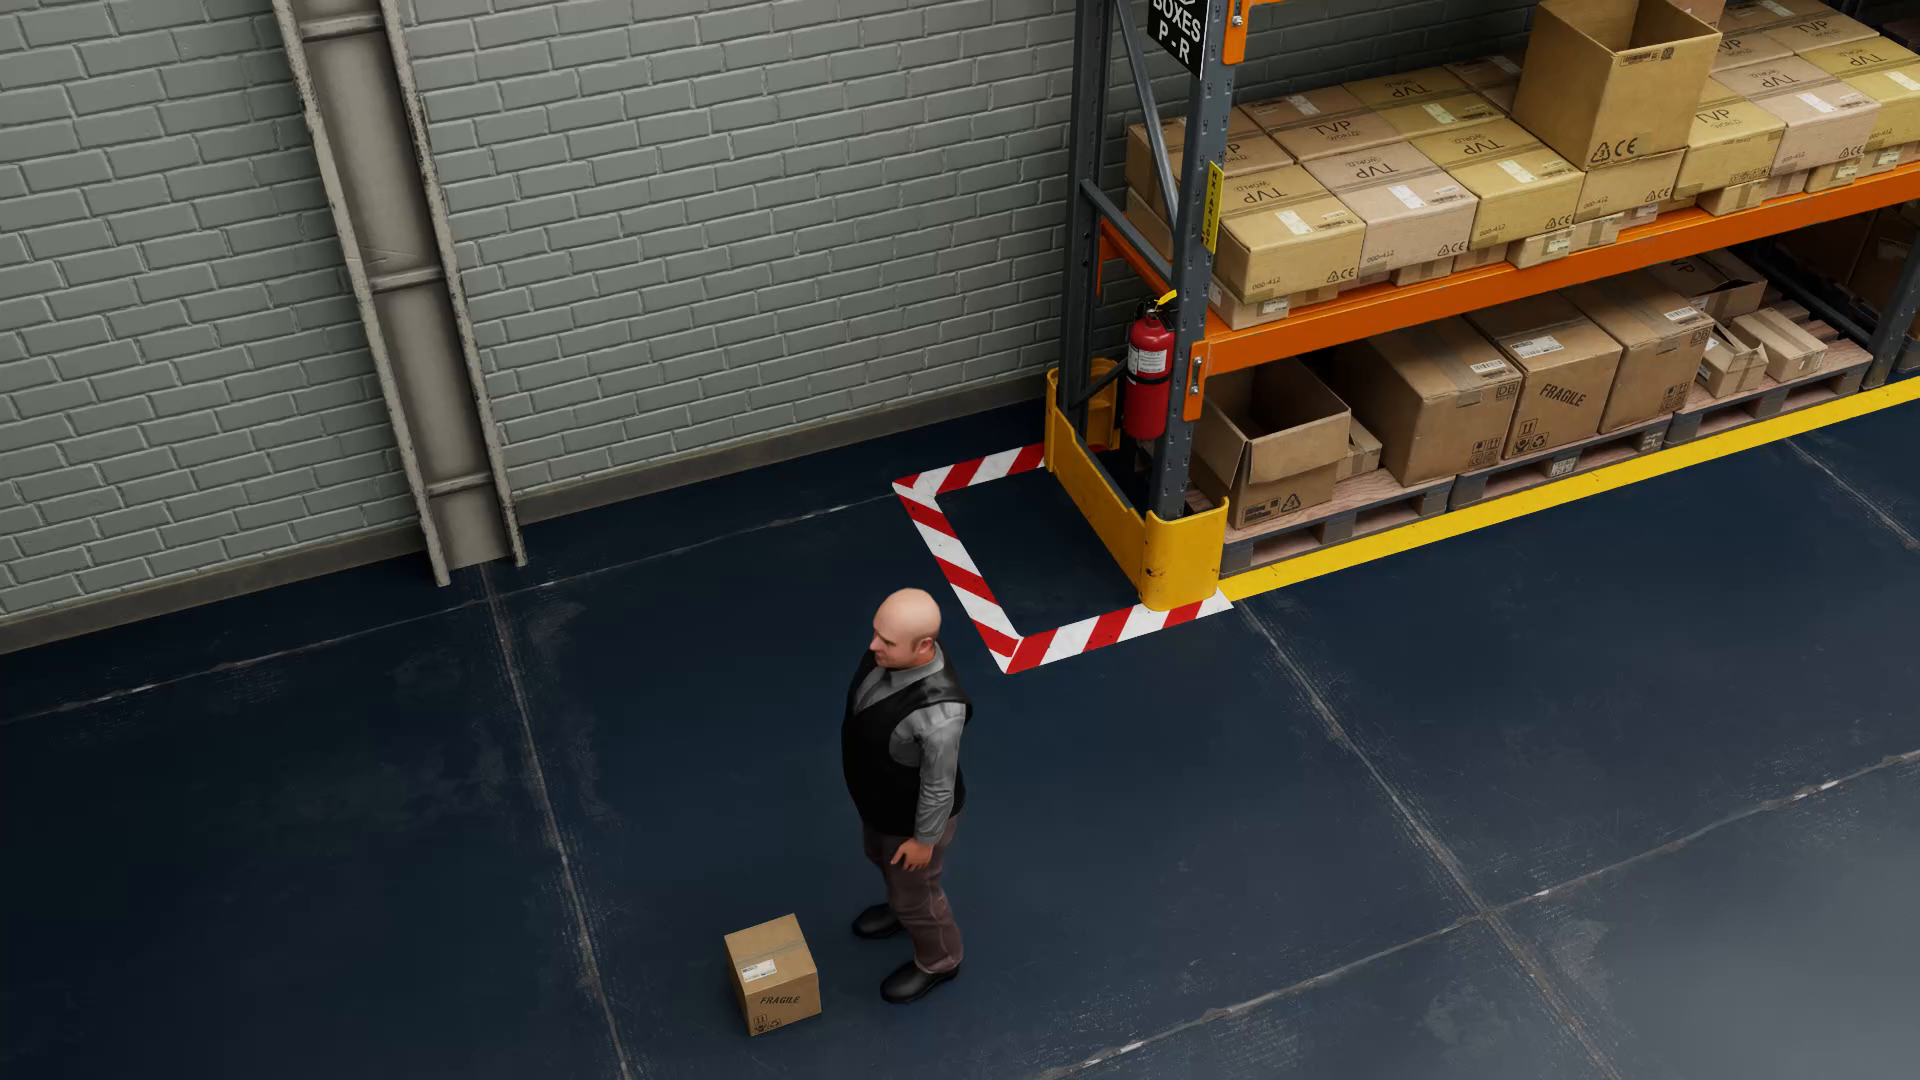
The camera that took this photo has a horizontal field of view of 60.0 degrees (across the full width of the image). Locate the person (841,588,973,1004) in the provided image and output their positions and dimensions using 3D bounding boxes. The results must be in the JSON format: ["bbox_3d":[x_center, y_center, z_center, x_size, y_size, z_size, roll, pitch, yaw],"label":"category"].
[{"bbox_3d":[-0.175,0.814,5.267,0.359,1.723,0.531,-14,43,-16],"label":"person"}]
